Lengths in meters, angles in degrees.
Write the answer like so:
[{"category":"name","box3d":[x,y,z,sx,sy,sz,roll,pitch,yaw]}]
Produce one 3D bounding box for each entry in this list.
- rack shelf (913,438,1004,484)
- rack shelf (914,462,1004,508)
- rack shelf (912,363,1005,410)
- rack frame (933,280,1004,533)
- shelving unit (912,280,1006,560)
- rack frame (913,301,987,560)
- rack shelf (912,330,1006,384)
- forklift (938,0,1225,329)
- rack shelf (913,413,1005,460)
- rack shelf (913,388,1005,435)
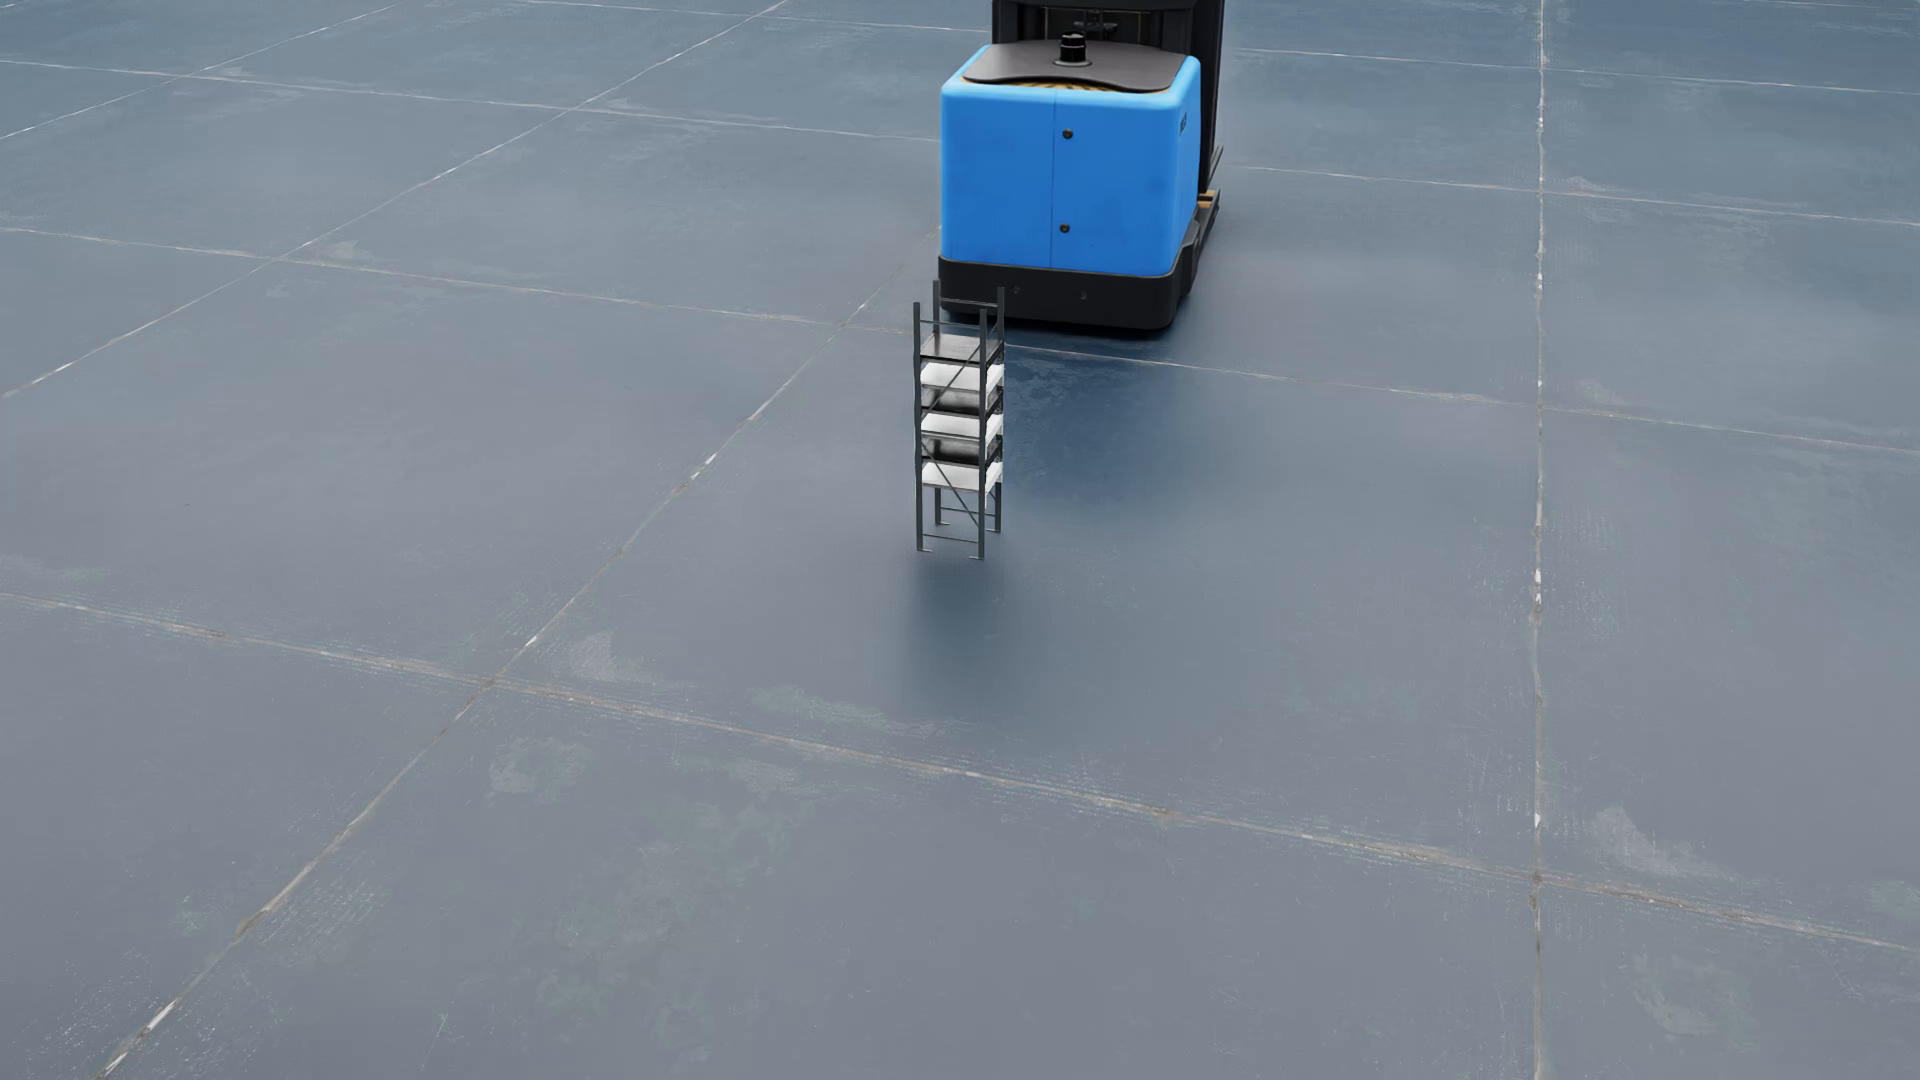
[{"category":"rack shelf","box3d":[-0.002,-0.282,5.584,0.258,0.077,0.200,8,30,15]},{"category":"rack shelf","box3d":[-0.002,-0.203,5.628,0.258,0.077,0.200,8,30,15]},{"category":"rack shelf","box3d":[-0.002,-0.518,5.453,0.258,0.077,0.200,8,30,15]},{"category":"rack frame","box3d":[0.027,-0.437,5.609,0.240,0.900,0.006,8,30,15]},{"category":"shelving unit","box3d":[-0.002,-0.389,5.524,0.258,0.900,0.210,8,30,15]},{"category":"rack frame","box3d":[-0.032,-0.342,5.440,0.240,0.900,0.006,8,30,15]},{"category":"rack shelf","box3d":[-0.002,-0.596,5.409,0.258,0.077,0.200,8,30,15]},{"category":"forklift","box3d":[0.751,-2.900,7.948,1.130,2.935,3.031,7,30,12]},{"category":"rack shelf","box3d":[-0.002,-0.360,5.541,0.258,0.077,0.200,8,30,15]},{"category":"rack shelf","box3d":[-0.002,-0.439,5.497,0.258,0.077,0.200,8,30,15]}]
